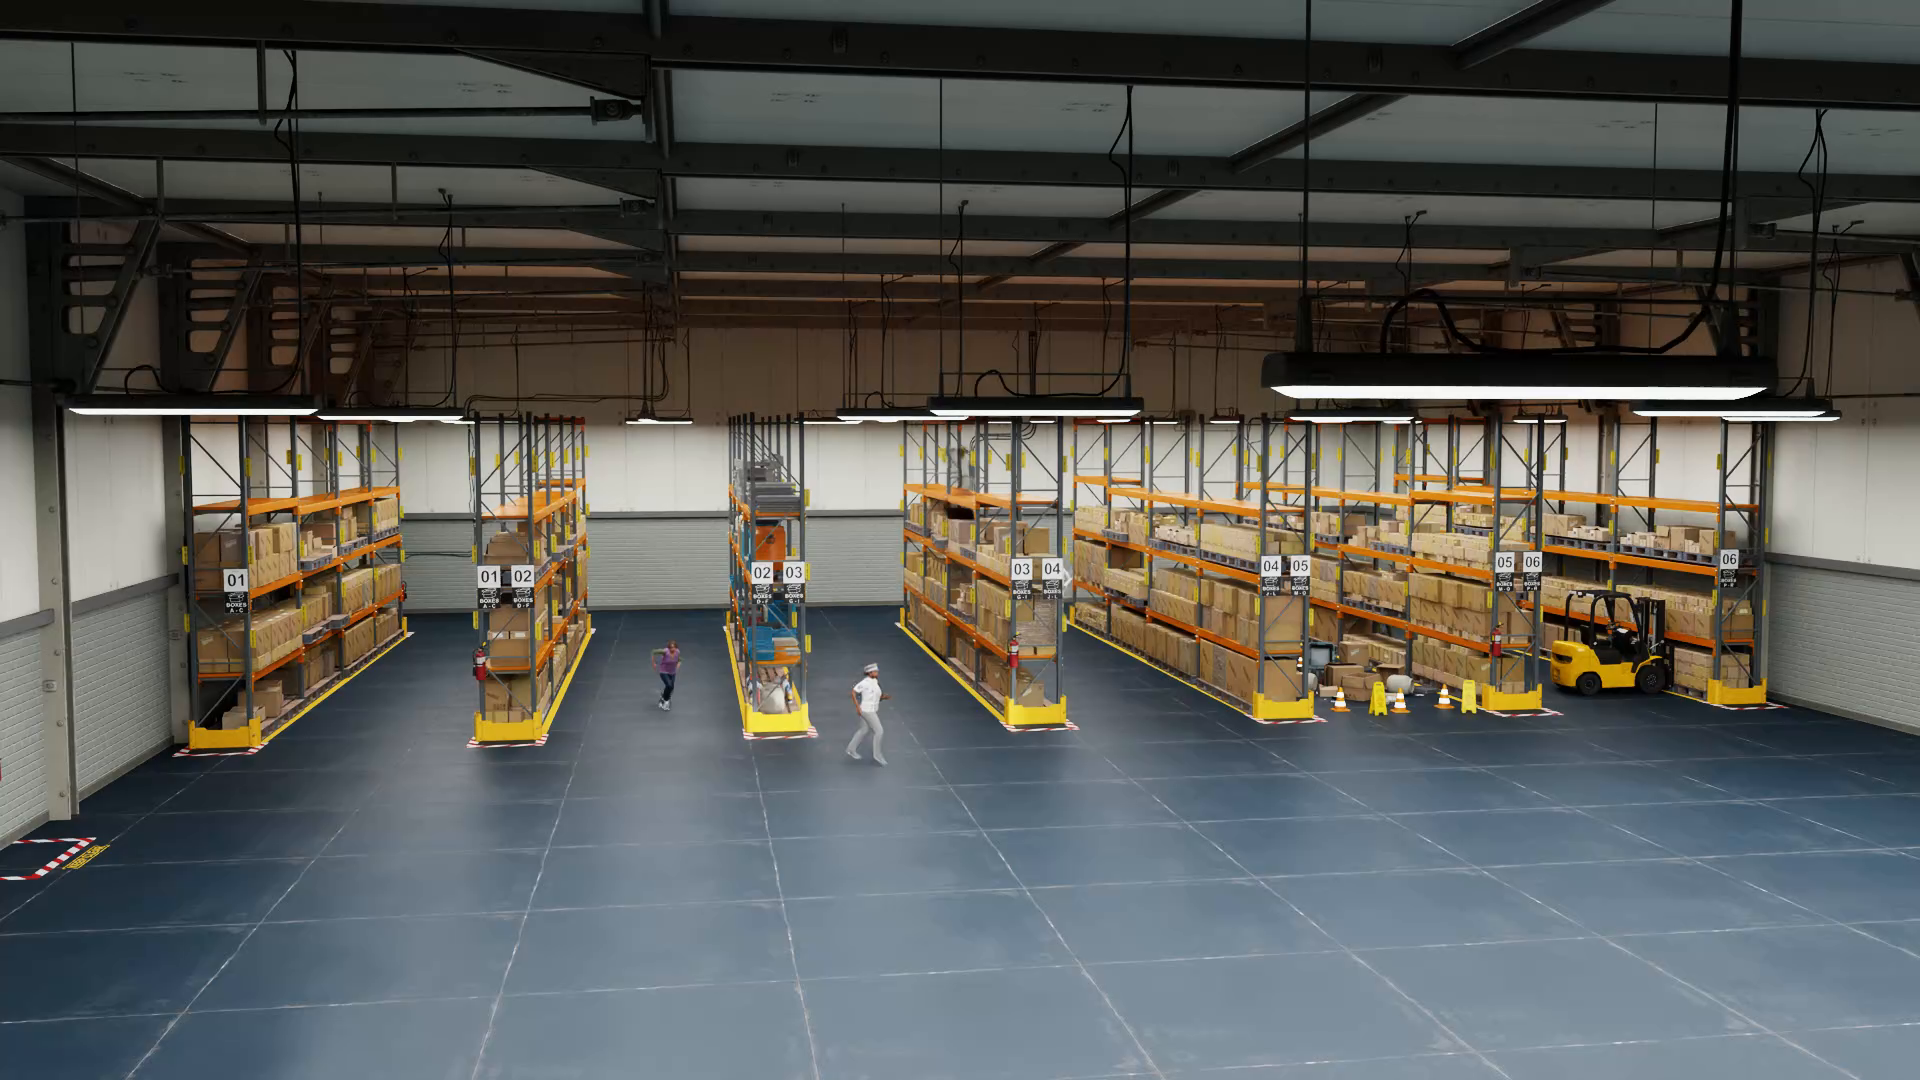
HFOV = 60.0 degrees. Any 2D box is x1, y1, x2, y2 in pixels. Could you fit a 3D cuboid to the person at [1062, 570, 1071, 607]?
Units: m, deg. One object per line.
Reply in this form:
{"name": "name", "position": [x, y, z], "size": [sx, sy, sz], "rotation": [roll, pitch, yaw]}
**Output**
{"name": "person", "position": [2.935, 1.508, 49.398], "size": [0.731, 1.756, 0.856], "rotation": [3, 5, 34]}

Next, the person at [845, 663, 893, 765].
{"name": "person", "position": [-1.557, 2.954, 28.277], "size": [0.853, 1.748, 0.542], "rotation": [1, 4, 12]}

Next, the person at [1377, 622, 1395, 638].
{"name": "person", "position": [11.209, 1.836, 44.149], "size": [0.724, 1.794, 0.921], "rotation": [-1, 4, -9]}

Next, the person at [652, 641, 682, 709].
{"name": "person", "position": [-5.911, 2.714, 33.496], "size": [0.568, 1.435, 0.867], "rotation": [-2, 4, -30]}
